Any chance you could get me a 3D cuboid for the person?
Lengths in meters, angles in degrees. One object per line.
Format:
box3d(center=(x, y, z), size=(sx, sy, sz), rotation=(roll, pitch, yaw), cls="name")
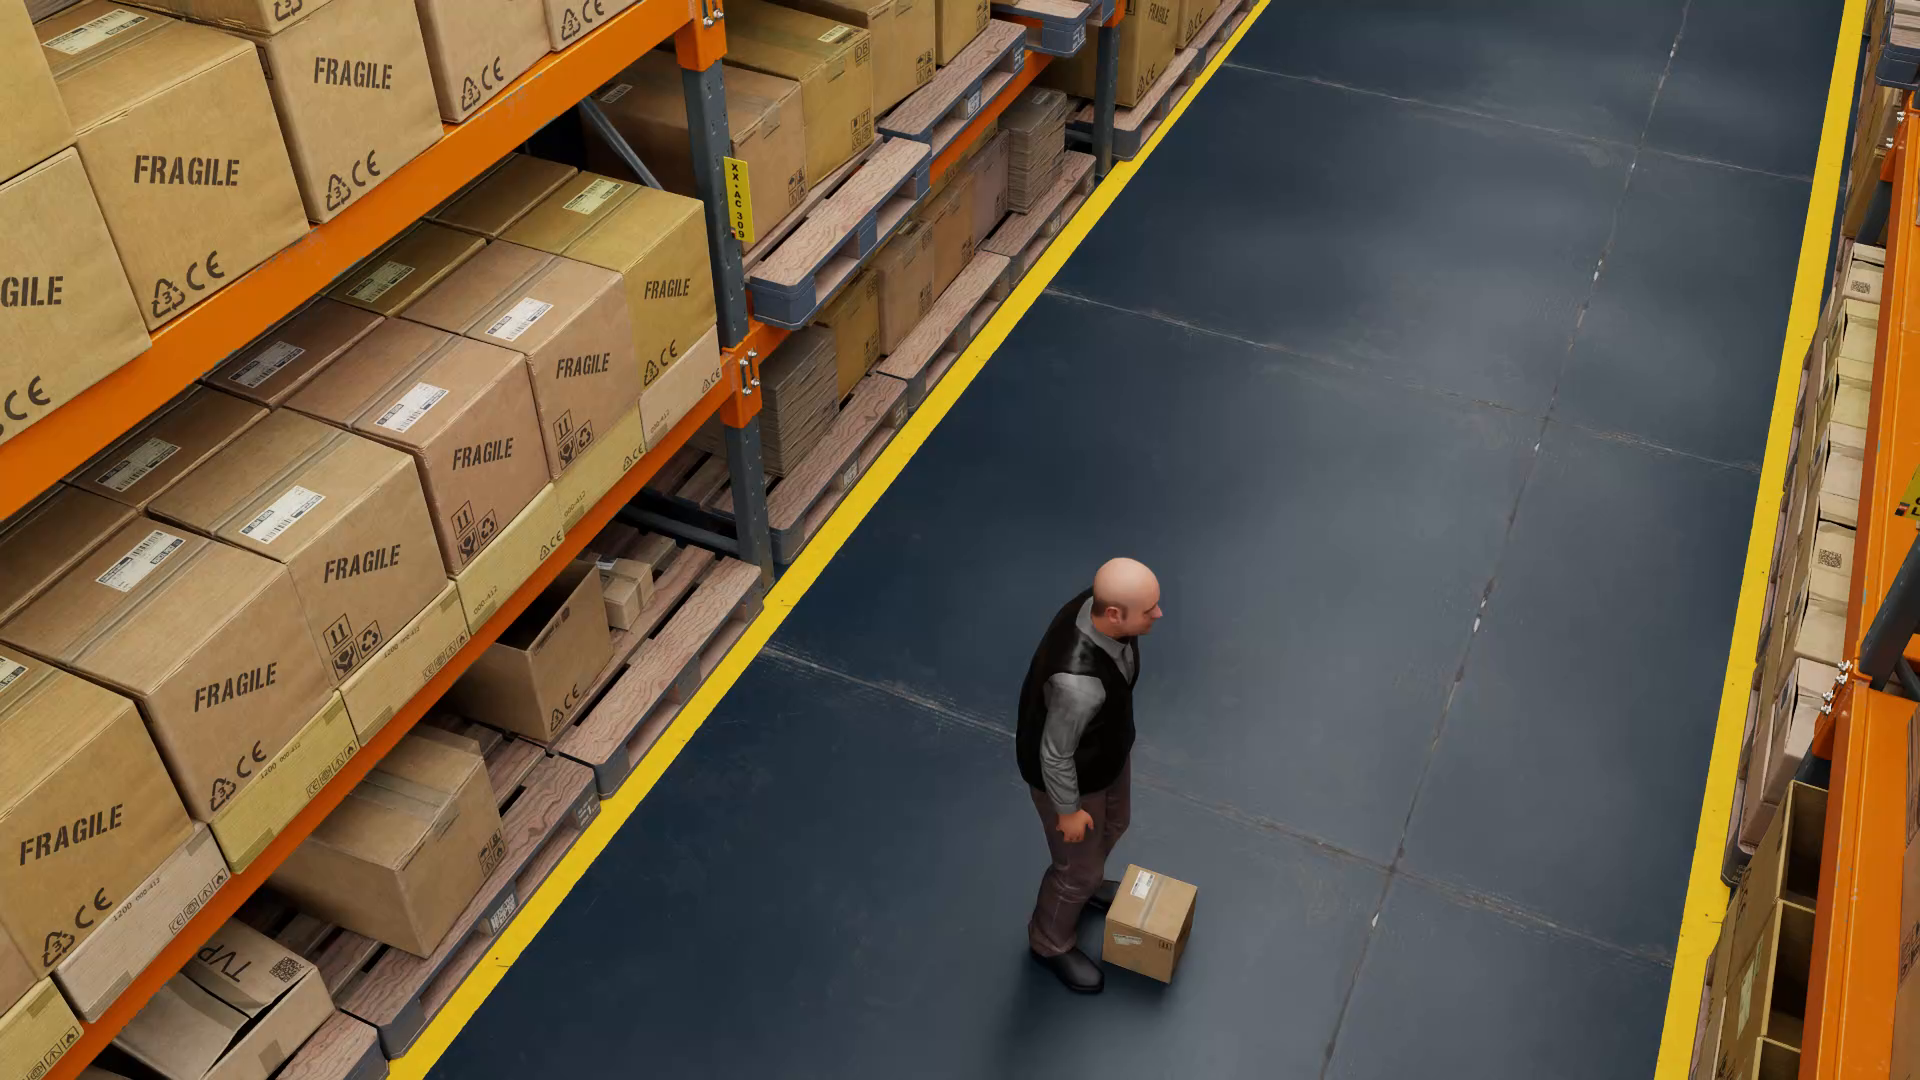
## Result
box3d(center=(0.403, 0.744, 5.419), size=(0.423, 1.619, 0.591), rotation=(15, 44, 16), cls="person")
